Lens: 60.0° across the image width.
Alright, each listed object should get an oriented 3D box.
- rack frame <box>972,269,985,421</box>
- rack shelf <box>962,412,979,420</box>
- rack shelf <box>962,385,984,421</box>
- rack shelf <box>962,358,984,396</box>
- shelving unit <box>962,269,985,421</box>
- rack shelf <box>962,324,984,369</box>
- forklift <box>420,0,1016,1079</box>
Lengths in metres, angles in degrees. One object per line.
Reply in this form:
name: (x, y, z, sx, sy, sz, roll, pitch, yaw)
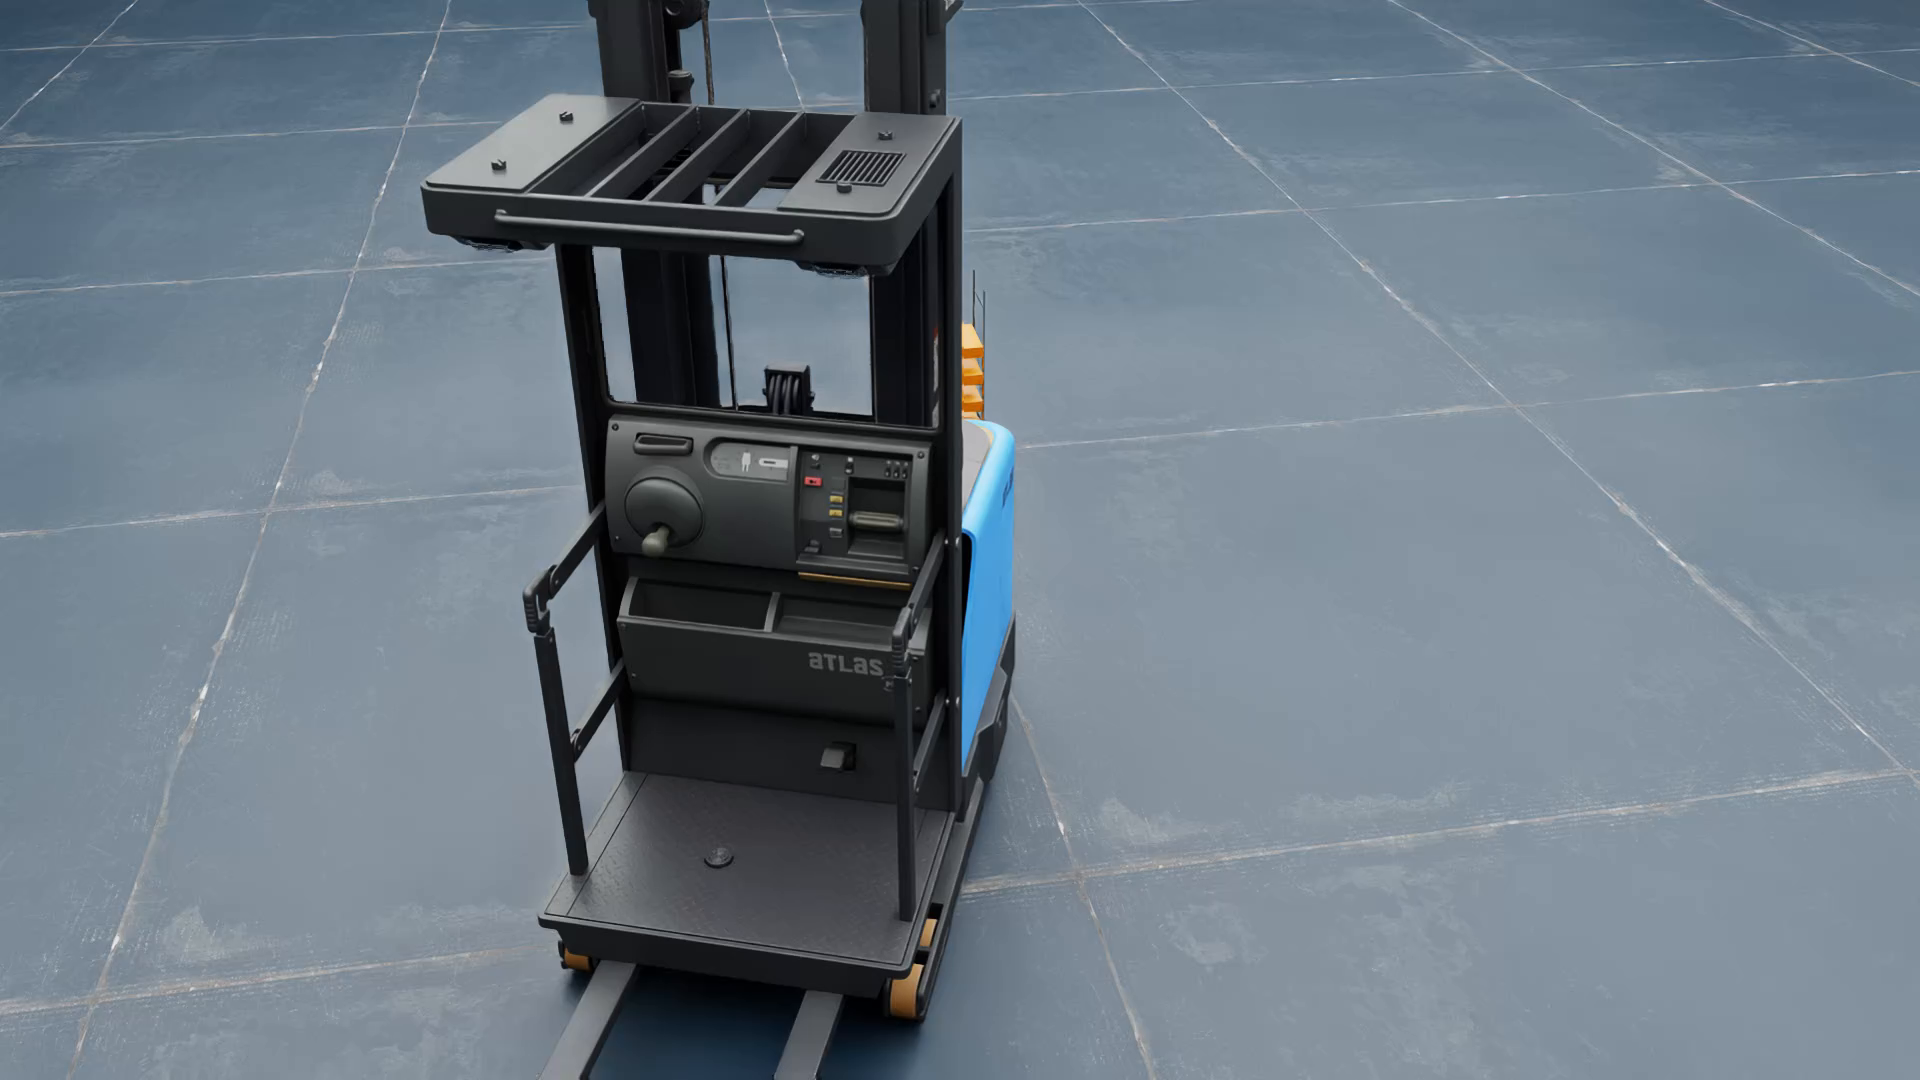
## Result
rack frame: (0.076, -0.524, 6.958, 0.006, 1.200, 0.240, -5, 31, -9)
rack shelf: (-0.014, -0.478, 6.966, 0.180, 0.103, 0.258, -5, 31, -9)
rack shelf: (-0.014, -0.581, 6.905, 0.180, 0.103, 0.258, -5, 31, -9)
rack shelf: (-0.014, -0.684, 6.844, 0.180, 0.103, 0.258, -5, 31, -9)
shelving unit: (-0.014, -0.516, 6.944, 0.189, 1.200, 0.258, -5, 31, -9)
rack shelf: (-0.014, -0.788, 6.784, 0.180, 0.103, 0.258, -5, 31, -9)
forklift: (-0.584, -0.067, 4.473, 1.130, 2.935, 3.031, 6, 31, 10)
